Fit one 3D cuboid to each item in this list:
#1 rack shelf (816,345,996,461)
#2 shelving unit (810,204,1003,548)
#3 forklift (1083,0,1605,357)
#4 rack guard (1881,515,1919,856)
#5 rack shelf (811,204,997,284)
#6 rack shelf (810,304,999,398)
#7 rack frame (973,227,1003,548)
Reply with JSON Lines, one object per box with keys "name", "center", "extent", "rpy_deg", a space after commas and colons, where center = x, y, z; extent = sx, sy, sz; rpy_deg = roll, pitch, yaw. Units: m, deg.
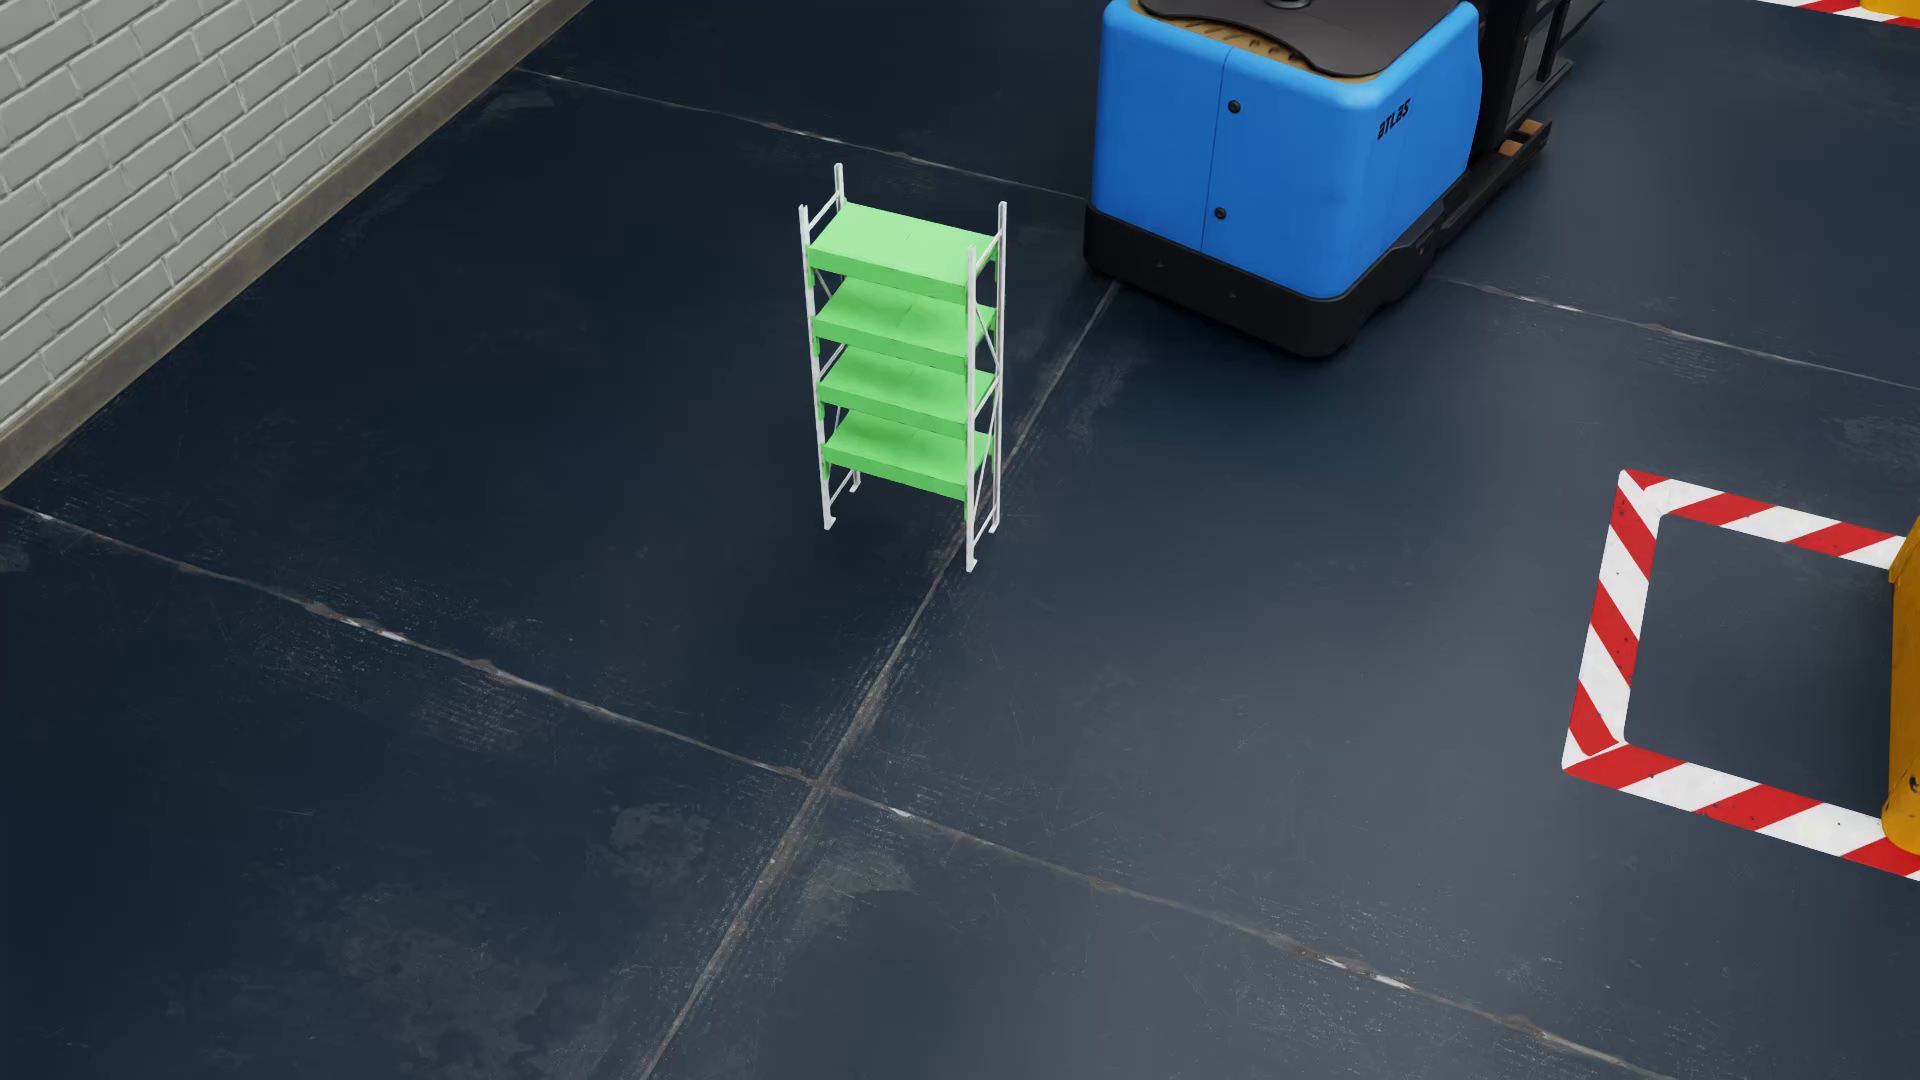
{"name": "rack shelf", "center": [-0.153, -0.425, 4.917], "extent": [0.480, 0.148, 0.258], "rpy_deg": [16, 47, 16]}
{"name": "shelving unit", "center": [-0.149, -0.469, 4.871], "extent": [0.487, 1.046, 0.258], "rpy_deg": [16, 47, 16]}
{"name": "forklift", "center": [1.749, -2.668, 5.853], "extent": [1.130, 2.935, 3.031], "rpy_deg": [28, 51, 25]}
{"name": "rack guard", "center": [2.841, 0.299, 4.595], "extent": [0.348, 0.500, 1.175], "rpy_deg": [16, 47, 16]}
{"name": "rack shelf", "center": [-0.153, -0.803, 4.541], "extent": [0.457, 0.021, 0.221], "rpy_deg": [16, 47, 16]}
{"name": "rack shelf", "center": [-0.153, -0.595, 4.748], "extent": [0.480, 0.148, 0.258], "rpy_deg": [16, 47, 16]}
{"name": "rack frame", "center": [0.073, -0.405, 4.806], "extent": [0.006, 1.046, 0.228], "rpy_deg": [16, 47, 16]}
